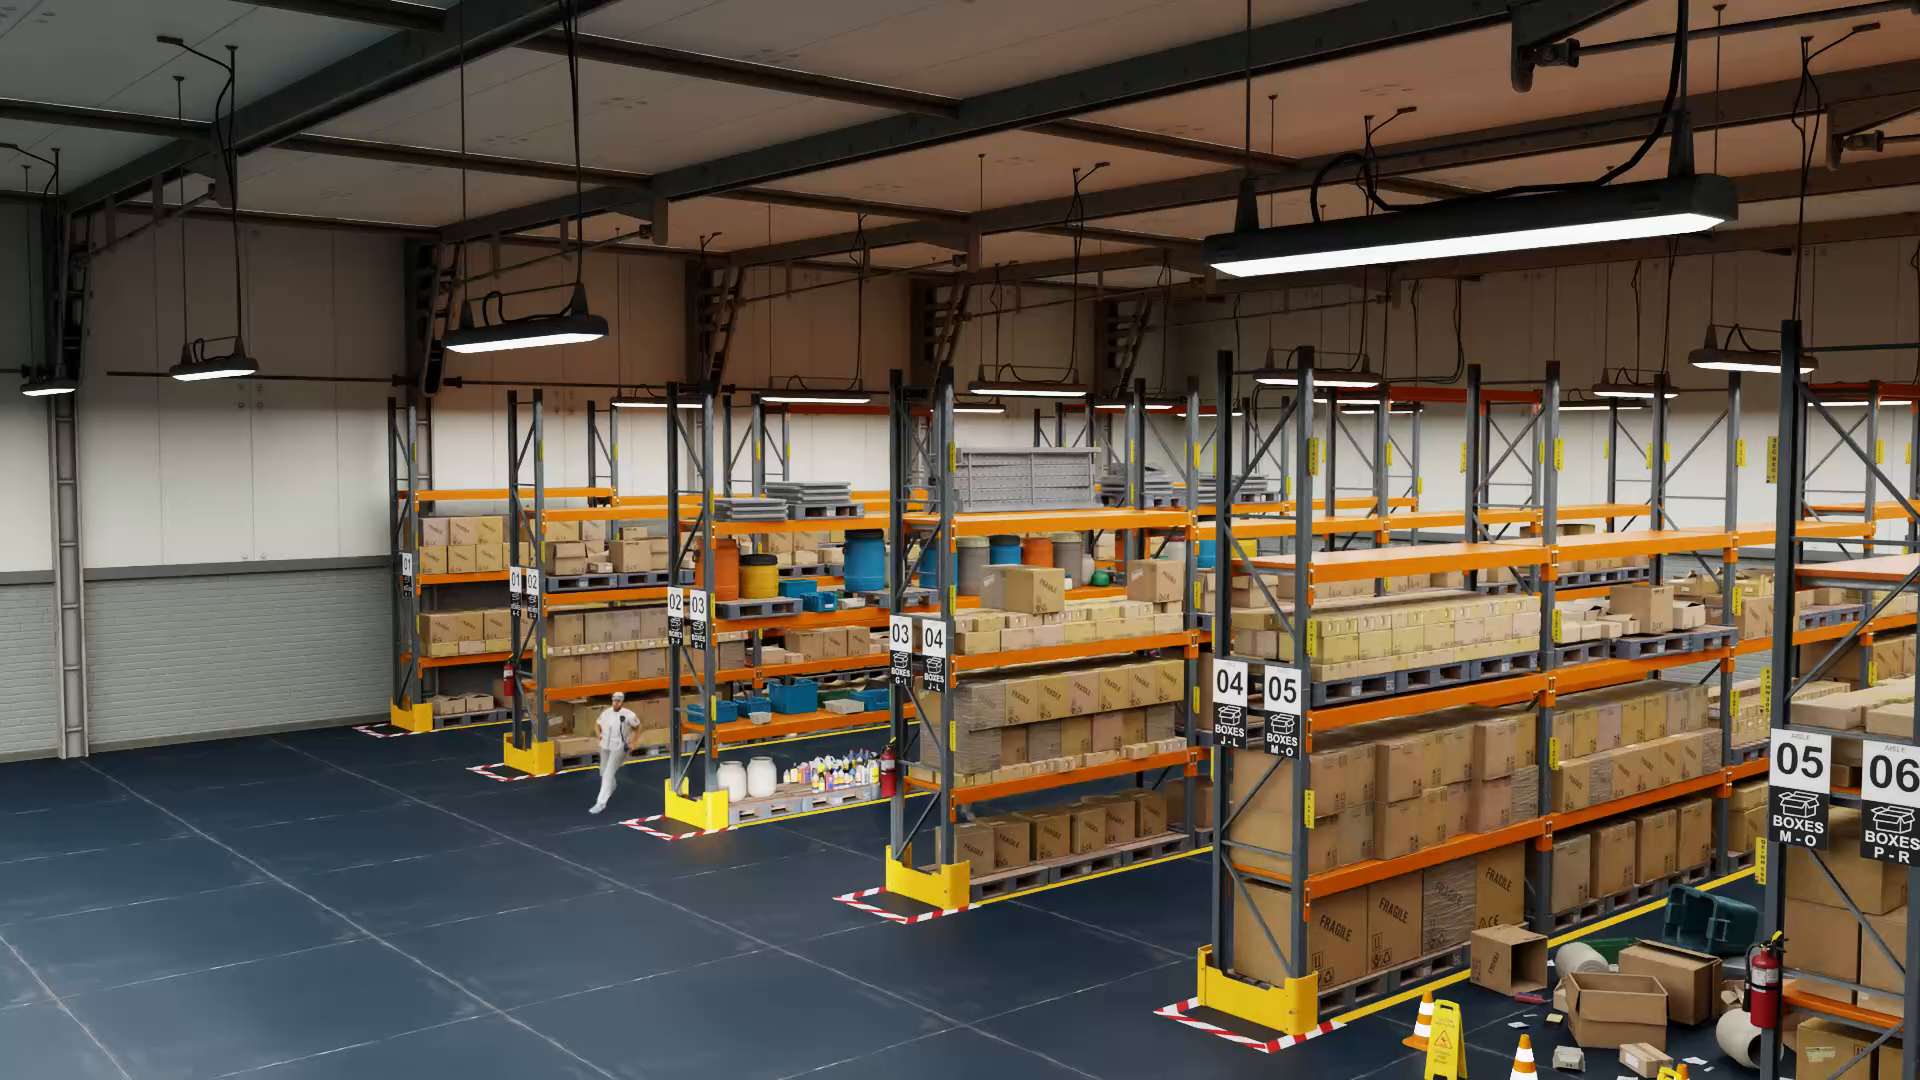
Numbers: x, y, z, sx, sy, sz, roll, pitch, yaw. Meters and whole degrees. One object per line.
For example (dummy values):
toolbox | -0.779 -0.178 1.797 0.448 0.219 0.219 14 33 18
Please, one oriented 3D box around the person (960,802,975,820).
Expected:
person | -0.024 3.076 22.553 0.694 1.550 0.858 1 3 13

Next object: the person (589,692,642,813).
person | -4.900 2.965 23.542 0.695 1.648 0.923 1 3 16
